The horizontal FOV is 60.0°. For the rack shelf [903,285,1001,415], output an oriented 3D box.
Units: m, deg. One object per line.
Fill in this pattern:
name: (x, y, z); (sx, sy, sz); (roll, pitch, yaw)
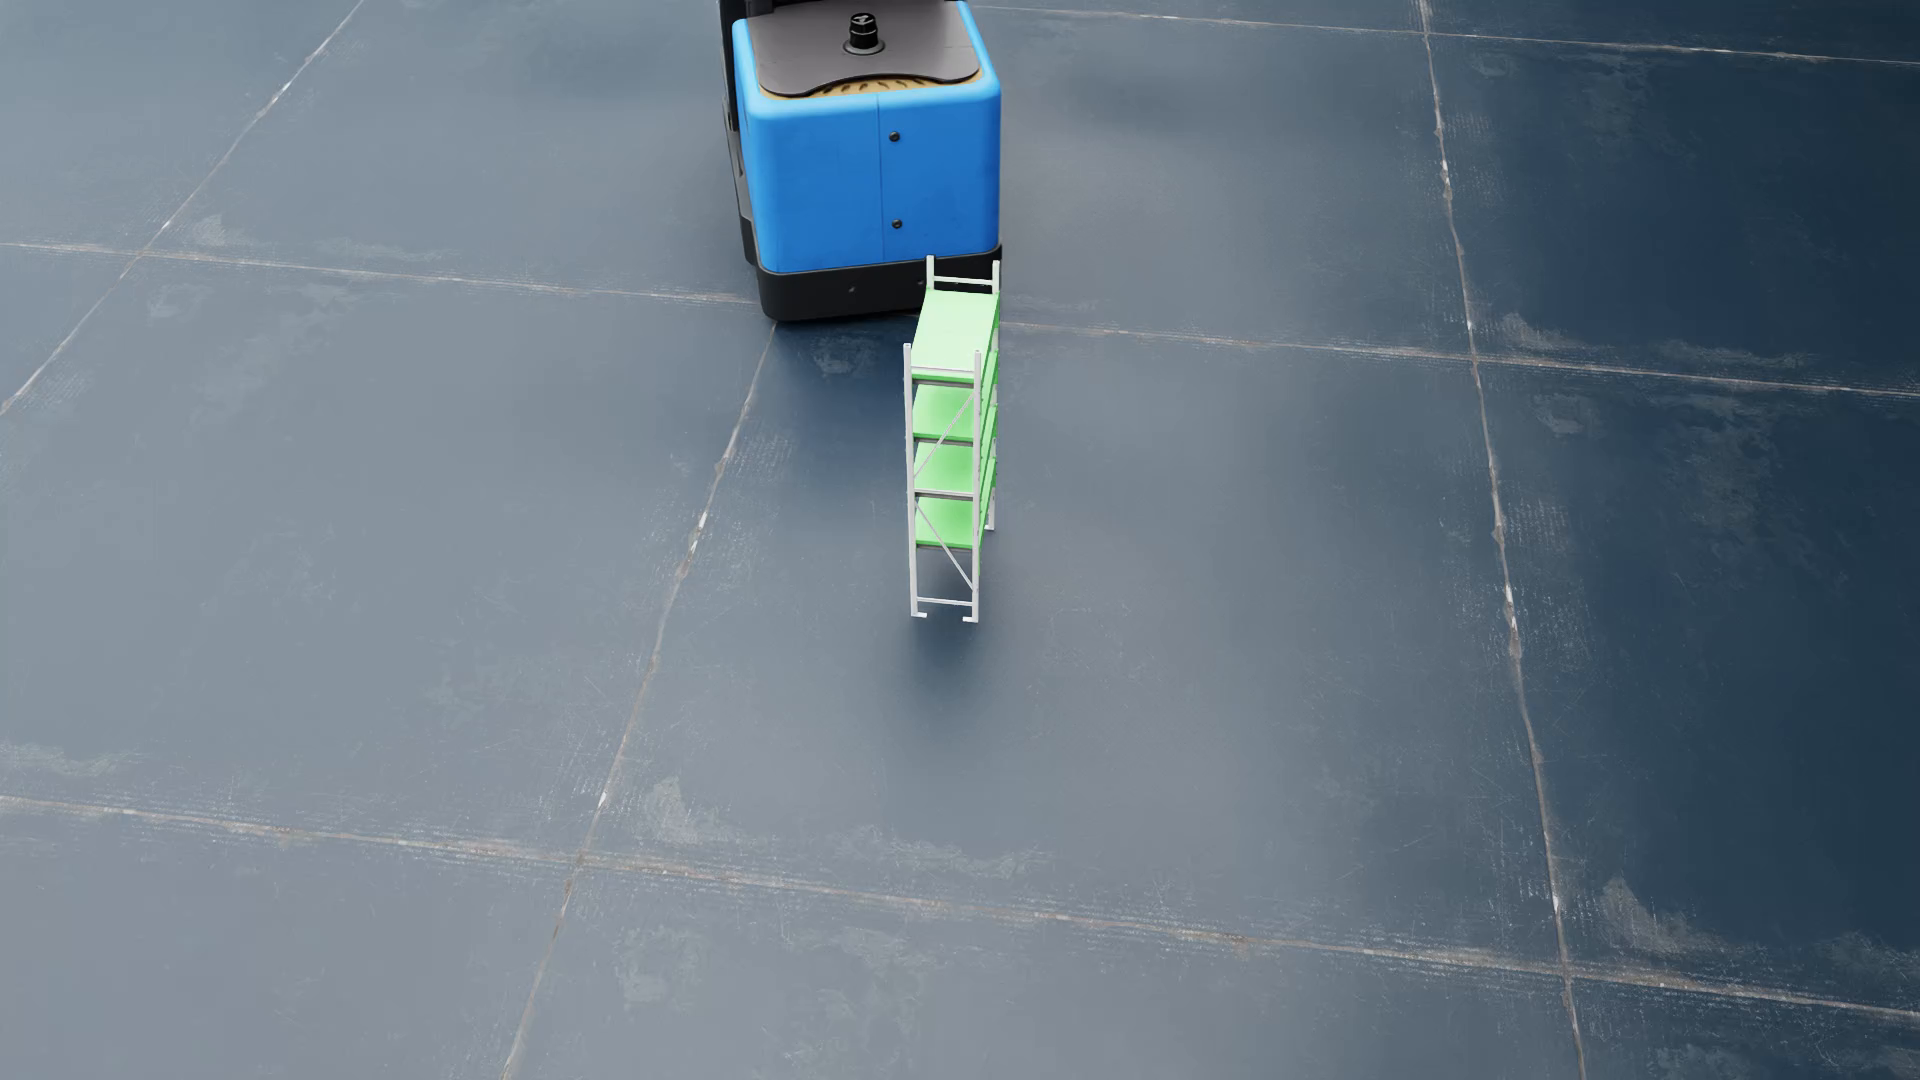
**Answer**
rack shelf: (-0.022, -0.625, 5.432); (0.258, 0.148, 0.480); (5, 44, 6)

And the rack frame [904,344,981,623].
rack frame: (-0.054, -0.157, 5.543); (0.240, 1.200, 0.015); (5, 44, 6)

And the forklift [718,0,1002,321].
forklift: (-0.591, -3.026, 7.314); (1.130, 2.935, 3.031); (-7, 44, -8)

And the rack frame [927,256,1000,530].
rack frame: (0.010, -0.489, 5.894); (0.240, 1.200, 0.015); (5, 44, 6)

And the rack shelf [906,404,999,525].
rack shelf: (-0.022, -0.276, 5.762); (0.258, 0.148, 0.480); (5, 44, 6)

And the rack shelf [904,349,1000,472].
rack shelf: (-0.022, -0.451, 5.597); (0.258, 0.148, 0.480); (5, 44, 6)

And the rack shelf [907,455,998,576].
rack shelf: (-0.022, -0.102, 5.927); (0.258, 0.148, 0.480); (5, 44, 6)

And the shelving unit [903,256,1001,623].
shelving unit: (-0.022, -0.323, 5.718); (0.258, 1.200, 0.503); (5, 44, 6)
